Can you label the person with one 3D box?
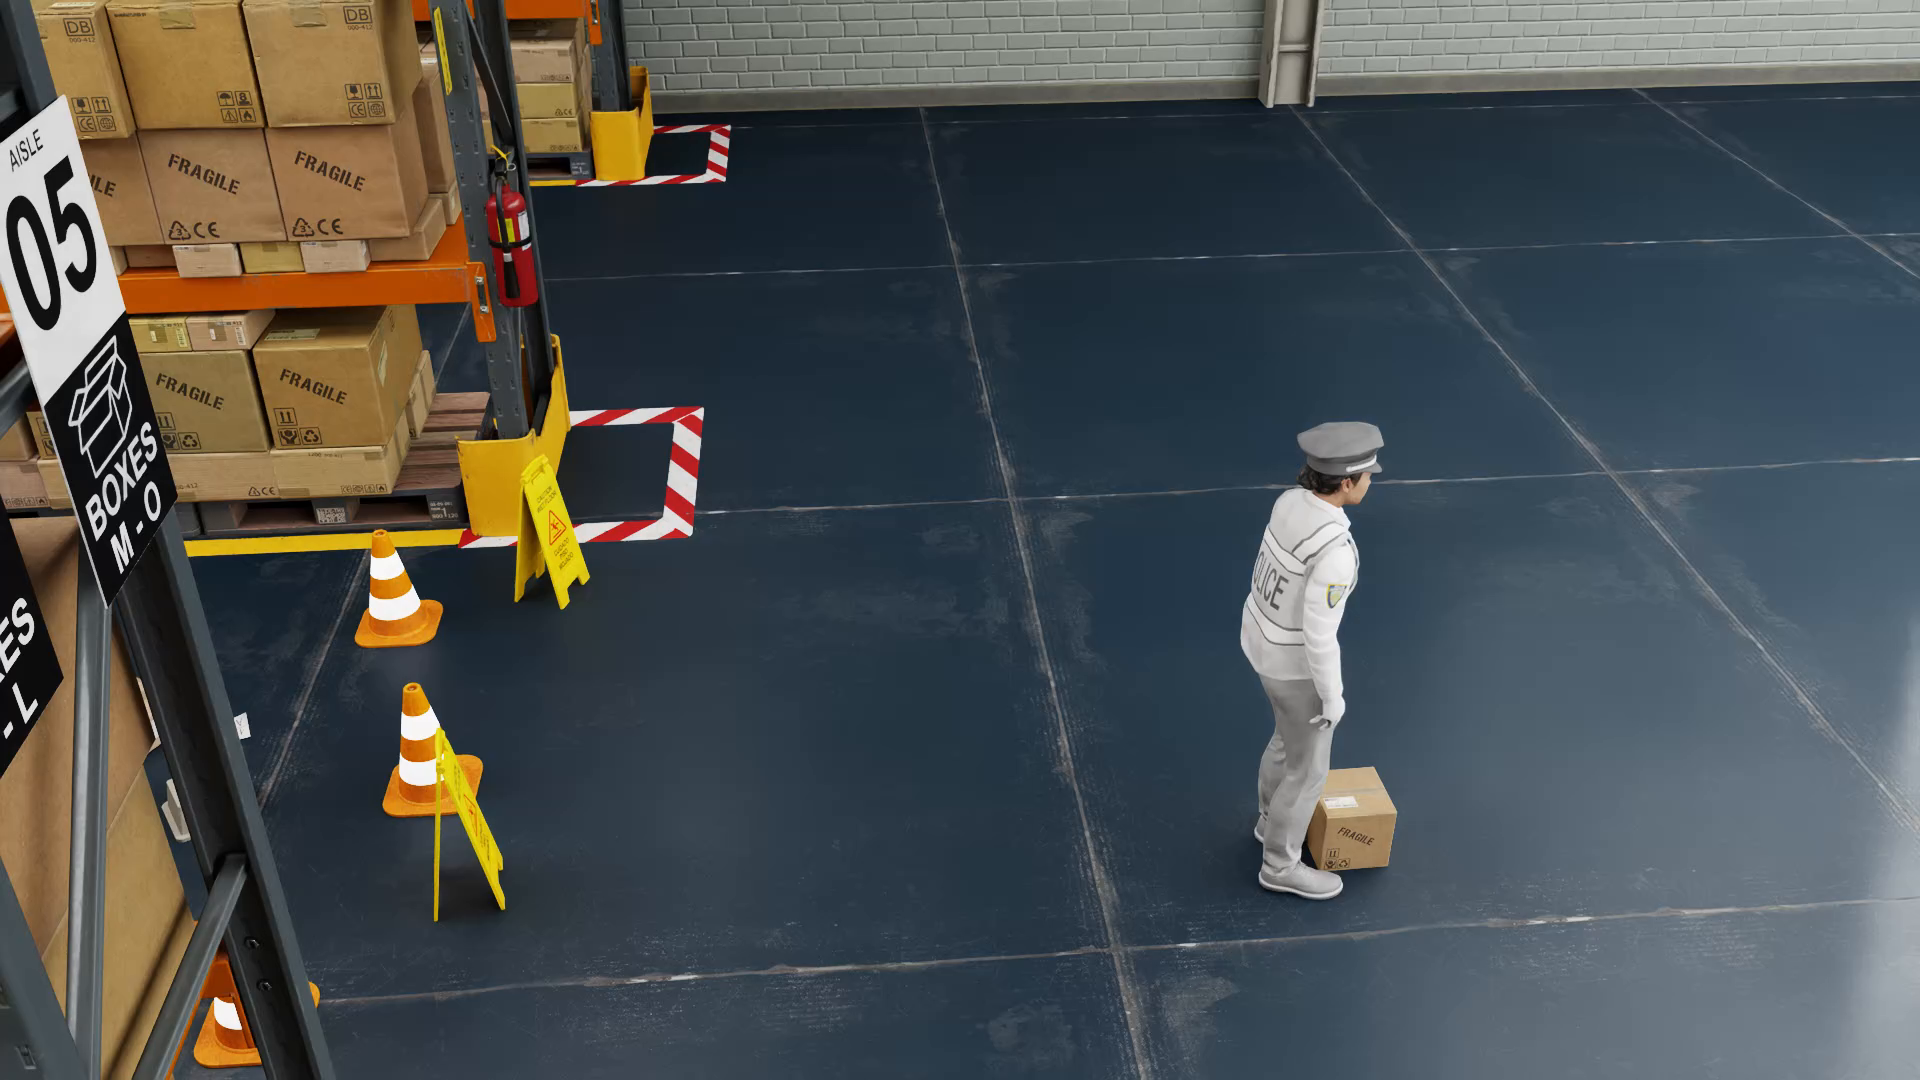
[{"bbox_3d":[1.144,0.393,5.485,0.415,1.662,0.541,-5,32,-8],"label":"person"}]
